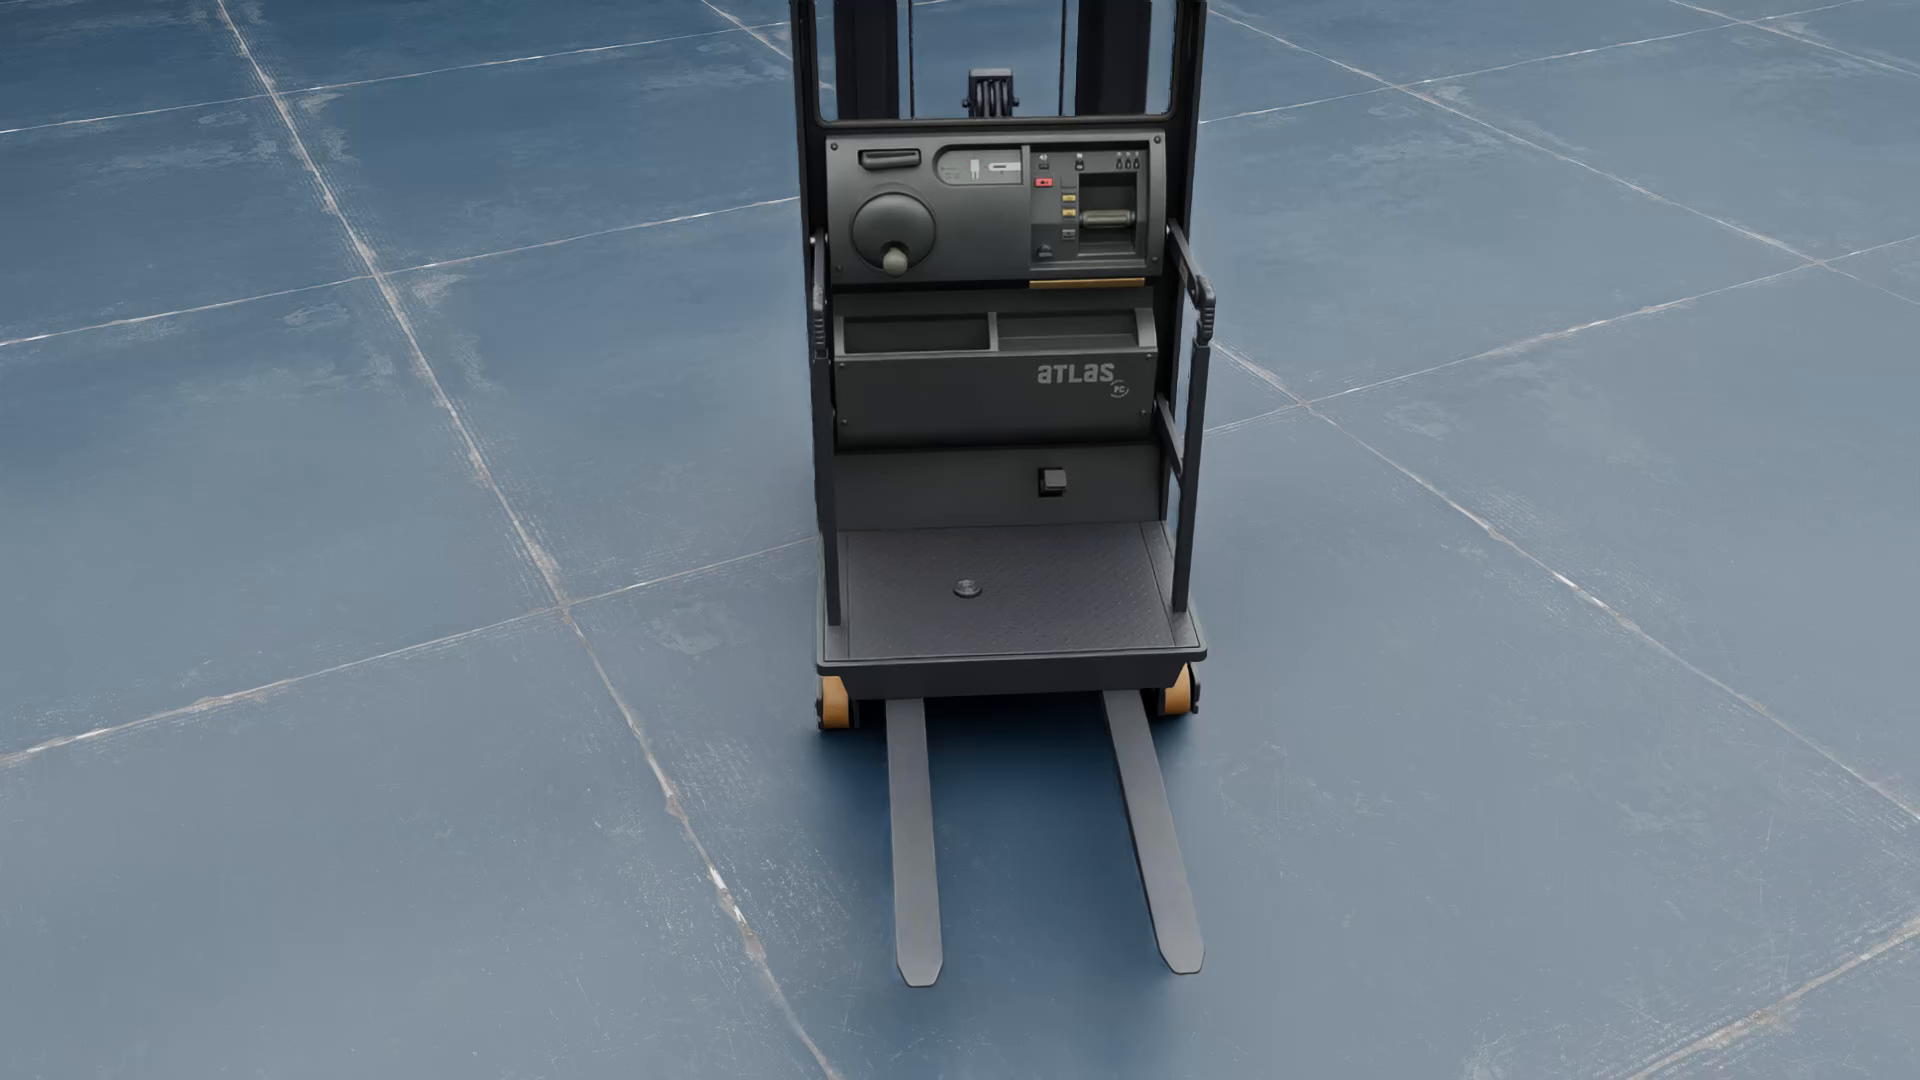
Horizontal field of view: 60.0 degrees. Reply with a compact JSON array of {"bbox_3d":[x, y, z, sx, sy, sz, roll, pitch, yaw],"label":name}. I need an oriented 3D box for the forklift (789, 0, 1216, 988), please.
[{"bbox_3d":[0.117,-0.863,4.380,1.130,2.935,3.031,-2,33,-3],"label":"forklift"}]
